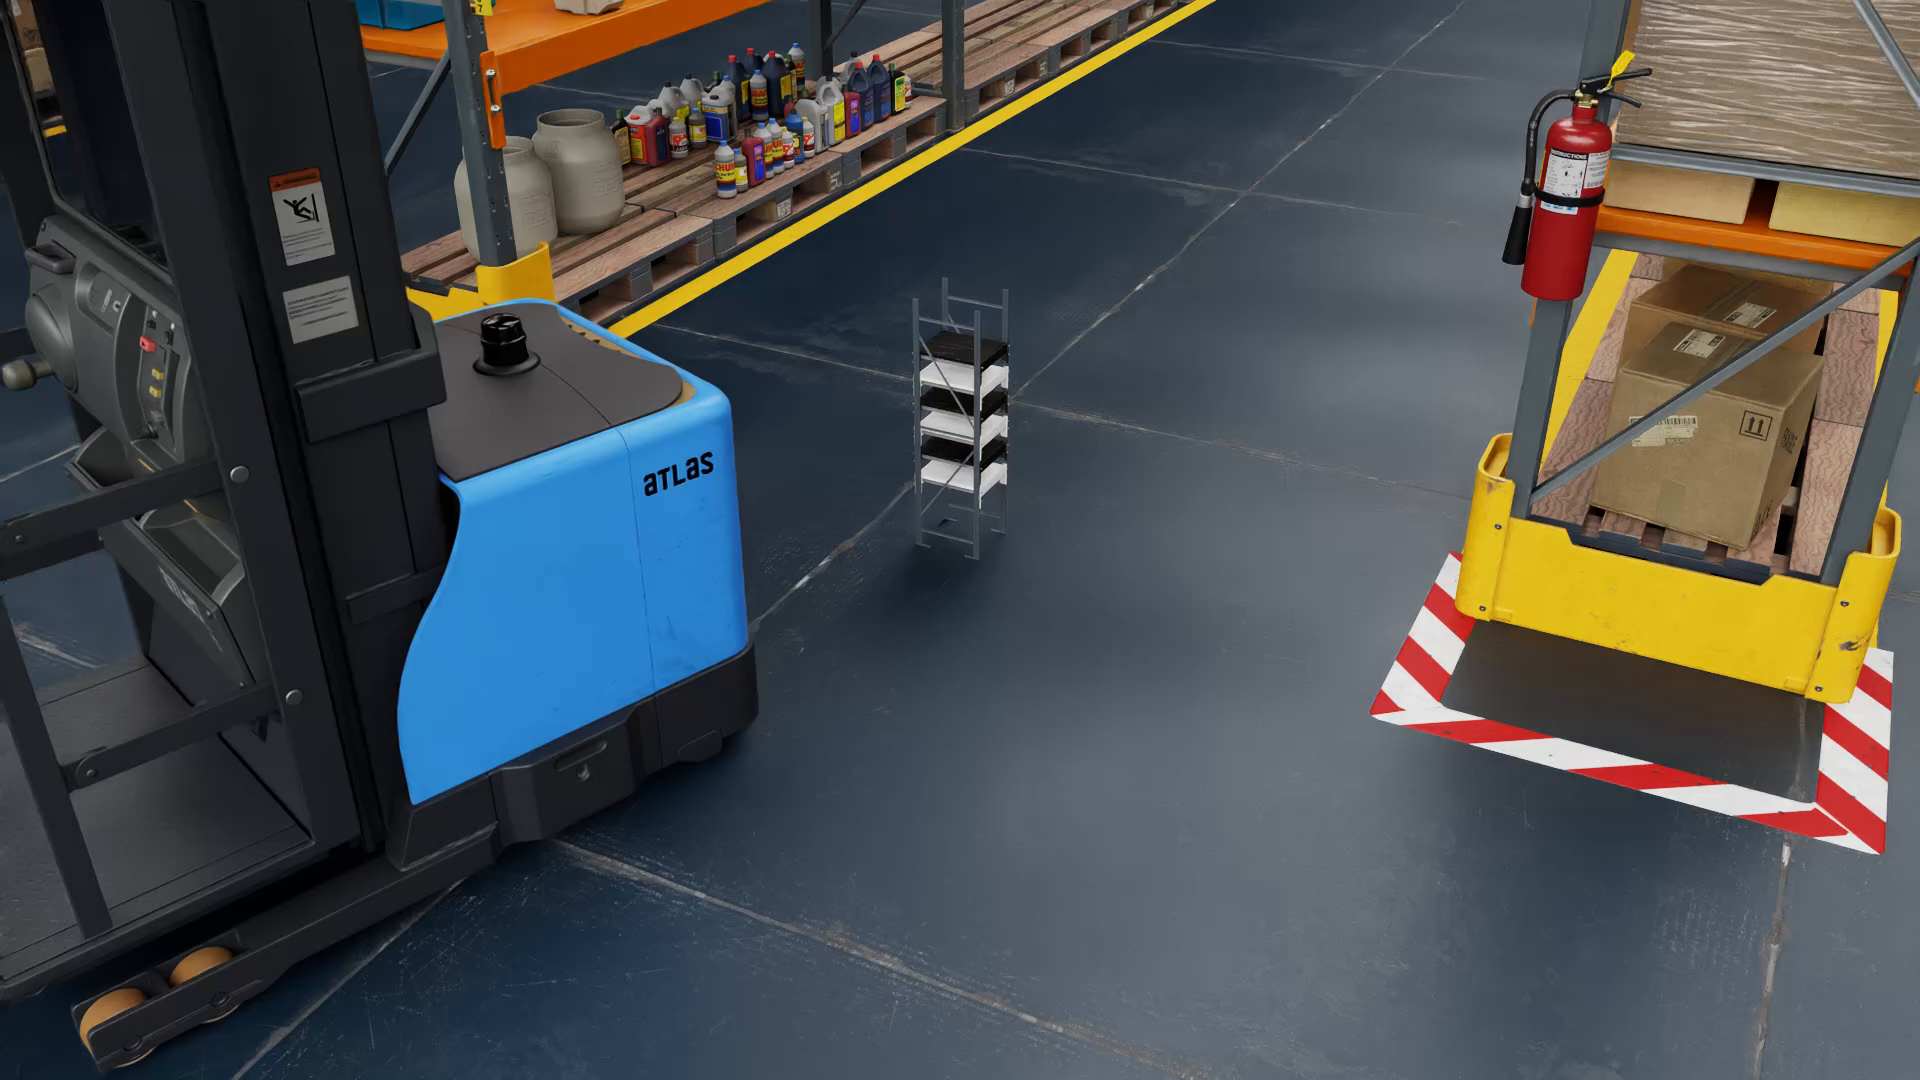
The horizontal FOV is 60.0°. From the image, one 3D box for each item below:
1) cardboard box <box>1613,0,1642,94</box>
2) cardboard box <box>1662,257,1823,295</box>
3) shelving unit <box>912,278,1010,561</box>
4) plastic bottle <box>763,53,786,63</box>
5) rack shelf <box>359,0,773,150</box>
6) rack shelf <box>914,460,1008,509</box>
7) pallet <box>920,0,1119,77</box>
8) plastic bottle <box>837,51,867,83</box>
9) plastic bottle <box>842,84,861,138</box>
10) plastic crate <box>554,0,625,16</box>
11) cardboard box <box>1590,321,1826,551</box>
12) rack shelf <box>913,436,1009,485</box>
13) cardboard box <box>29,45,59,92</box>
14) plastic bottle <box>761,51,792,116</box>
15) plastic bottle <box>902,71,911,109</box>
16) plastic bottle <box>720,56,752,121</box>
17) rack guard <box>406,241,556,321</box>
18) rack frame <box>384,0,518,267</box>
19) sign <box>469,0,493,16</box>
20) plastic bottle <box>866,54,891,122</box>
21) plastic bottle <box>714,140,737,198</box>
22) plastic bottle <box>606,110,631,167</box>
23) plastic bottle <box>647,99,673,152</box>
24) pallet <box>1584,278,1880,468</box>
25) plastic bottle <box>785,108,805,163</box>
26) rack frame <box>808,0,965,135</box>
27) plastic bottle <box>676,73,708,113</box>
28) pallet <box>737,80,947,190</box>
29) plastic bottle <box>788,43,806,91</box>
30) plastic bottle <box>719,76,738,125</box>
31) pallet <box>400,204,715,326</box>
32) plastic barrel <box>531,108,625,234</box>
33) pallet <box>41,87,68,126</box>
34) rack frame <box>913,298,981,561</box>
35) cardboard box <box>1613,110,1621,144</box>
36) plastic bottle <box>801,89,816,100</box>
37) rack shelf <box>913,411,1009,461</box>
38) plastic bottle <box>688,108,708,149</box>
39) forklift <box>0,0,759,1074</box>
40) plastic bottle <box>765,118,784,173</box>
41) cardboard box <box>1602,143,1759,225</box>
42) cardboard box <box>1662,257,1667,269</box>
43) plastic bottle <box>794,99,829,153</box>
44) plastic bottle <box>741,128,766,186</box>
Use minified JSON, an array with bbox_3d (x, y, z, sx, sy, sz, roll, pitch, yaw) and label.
[{"bbox_3d":[2.537,-1.639,5.194,0.875,0.500,0.500,14,33,23],"label":"cardboard box"},{"bbox_3d":[2.985,-0.898,6.390,0.500,0.500,0.500,18,34,28],"label":"cardboard box"},{"bbox_3d":[0.004,-0.394,5.532,0.258,0.900,0.210,14,33,23],"label":"shelving unit"},{"bbox_3d":[-1.104,-2.696,9.726,0.152,0.276,0.135,16,33,25],"label":"plastic bottle"},{"bbox_3d":[-1.357,-2.679,8.125,1.077,0.370,4.000,14,33,23],"label":"rack shelf"},{"bbox_3d":[0.004,-0.209,5.638,0.258,0.077,0.200,14,33,23],"label":"rack shelf"},{"bbox_3d":[0.432,-3.568,11.751,1.003,0.211,1.213,14,33,23],"label":"pallet"},{"bbox_3d":[-0.611,-2.601,9.486,0.144,0.351,0.185,14,33,23],"label":"plastic bottle"},{"bbox_3d":[-0.607,-2.373,9.156,0.061,0.283,0.133,17,34,27],"label":"plastic bottle"},{"bbox_3d":[-1.574,-2.314,7.032,0.298,0.136,0.250,14,33,23],"label":"plastic crate"},{"bbox_3d":[2.441,-0.352,5.439,0.500,0.500,0.500,21,36,32],"label":"cardboard box"},{"bbox_3d":[0.004,-0.287,5.594,0.258,0.077,0.200,14,33,23],"label":"rack shelf"},{"bbox_3d":[-5.780,-2.851,10.041,0.500,0.250,0.500,14,33,23],"label":"cardboard box"},{"bbox_3d":[-1.054,-2.623,9.524,0.144,0.351,0.185,14,33,23],"label":"plastic bottle"},{"bbox_3d":[-0.333,-2.623,9.674,0.097,0.201,0.097,0,30,0],"label":"plastic bottle"},{"bbox_3d":[-1.269,-2.572,9.435,0.144,0.351,0.185,13,32,21],"label":"plastic bottle"},{"bbox_3d":[-2.275,-1.065,7.102,1.175,0.500,0.348,14,33,23],"label":"rack guard"},{"bbox_3d":[-2.268,-2.104,6.402,1.000,3.000,0.127,14,33,23],"label":"rack frame"},{"bbox_3d":[-1.780,-2.098,6.113,0.100,0.325,0.005,14,33,23],"label":"sign"},{"bbox_3d":[-0.482,-2.569,9.429,0.144,0.351,0.185,13,32,22],"label":"plastic bottle"},{"bbox_3d":[-1.164,-1.845,8.249,0.097,0.271,0.097,0,30,0],"label":"plastic bottle"},{"bbox_3d":[-1.784,-2.087,8.657,0.061,0.283,0.133,15,33,24],"label":"plastic bottle"},{"bbox_3d":[-1.619,-2.195,8.853,0.152,0.276,0.135,13,32,22],"label":"plastic bottle"},{"bbox_3d":[3.135,-0.696,6.750,1.003,0.211,1.213,14,33,23],"label":"pallet"},{"bbox_3d":[-0.870,-2.131,8.747,0.097,0.271,0.097,0,30,0],"label":"plastic bottle"},{"bbox_3d":[-0.445,-3.877,9.490,1.000,3.000,0.127,14,33,23],"label":"rack frame"},{"bbox_3d":[-1.462,-2.384,9.107,0.144,0.351,0.185,14,33,23],"label":"plastic bottle"},{"bbox_3d":[-0.789,-2.380,9.682,1.003,0.211,1.213,14,33,23],"label":"pallet"},{"bbox_3d":[-0.981,-2.843,9.987,0.097,0.271,0.097,0,30,0],"label":"plastic bottle"},{"bbox_3d":[-1.302,-2.464,9.327,0.097,0.271,0.097,0,30,0],"label":"plastic bottle"},{"bbox_3d":[-1.900,-1.298,7.799,1.003,0.211,1.213,14,33,23],"label":"pallet"},{"bbox_3d":[-1.808,-1.739,7.842,0.421,0.512,0.421,0,30,0],"label":"plastic barrel"},{"bbox_3d":[-5.807,-2.908,10.601,1.003,0.211,1.213,14,33,23],"label":"pallet"},{"bbox_3d":[-0.043,-0.349,5.454,0.240,0.900,0.006,14,33,23],"label":"rack frame"},{"bbox_3d":[2.270,-1.278,5.216,0.380,0.149,0.250,14,33,23],"label":"cardboard box"},{"bbox_3d":[-0.820,-2.323,9.069,0.061,0.283,0.133,14,33,23],"label":"plastic bottle"},{"bbox_3d":[0.004,-0.365,5.549,0.258,0.077,0.200,14,33,23],"label":"rack shelf"},{"bbox_3d":[-1.420,-2.229,8.987,0.097,0.201,0.097,0,30,0],"label":"plastic bottle"},{"bbox_3d":[-1.997,-0.393,3.491,3.031,2.935,1.130,-25,38,-36],"label":"forklift"},{"bbox_3d":[-0.963,-2.041,8.590,0.097,0.271,0.097,0,30,0],"label":"plastic bottle"},{"bbox_3d":[2.088,-1.045,4.810,0.380,0.149,0.250,14,33,23],"label":"cardboard box"},{"bbox_3d":[3.492,-1.428,7.313,0.500,0.500,0.500,-26,39,-37],"label":"cardboard box"},{"bbox_3d":[-0.794,-2.237,8.926,0.152,0.276,0.135,15,33,24],"label":"plastic bottle"},{"bbox_3d":[-1.045,-1.946,8.413,0.061,0.283,0.133,15,33,24],"label":"plastic bottle"}]
